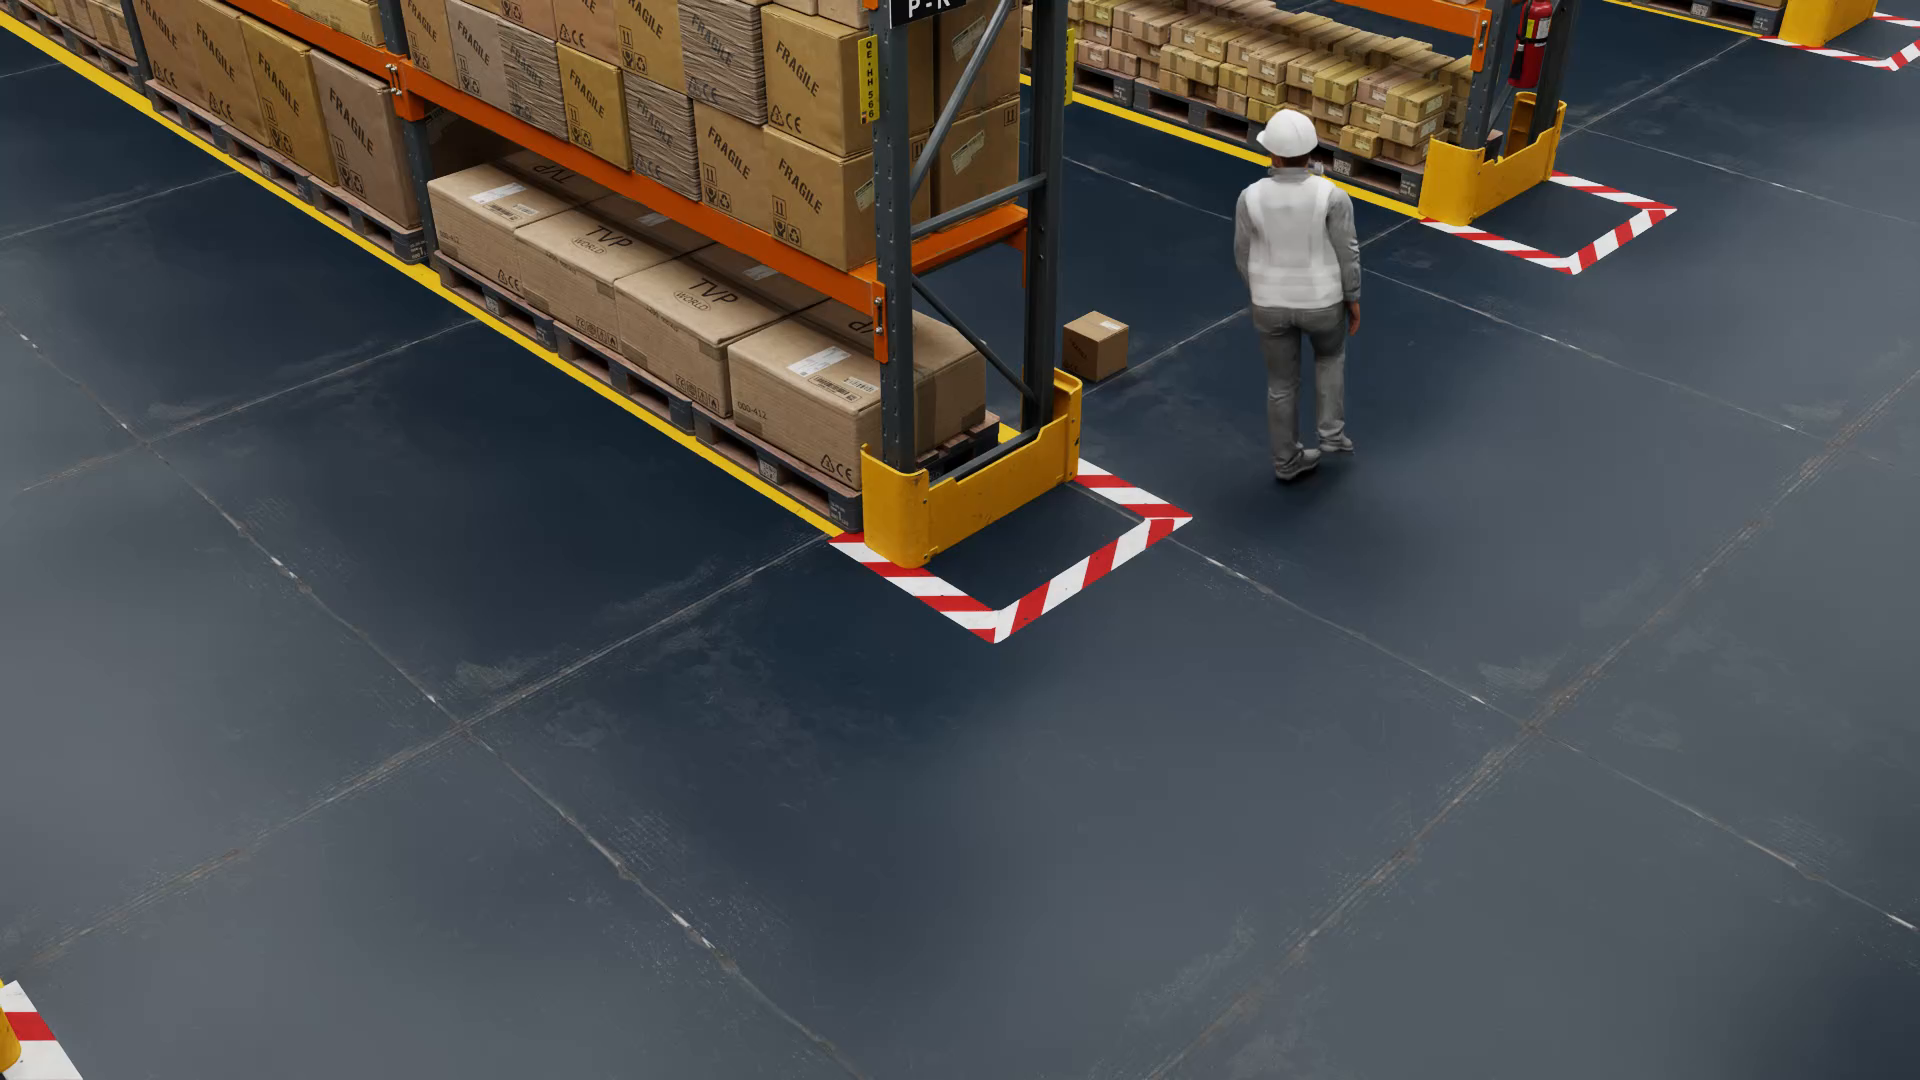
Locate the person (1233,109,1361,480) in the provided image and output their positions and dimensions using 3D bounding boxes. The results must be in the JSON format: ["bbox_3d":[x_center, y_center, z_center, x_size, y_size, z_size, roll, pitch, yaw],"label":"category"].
[{"bbox_3d":[1.576,-1.123,7.698,0.665,1.757,0.477,12,37,17],"label":"person"}]
